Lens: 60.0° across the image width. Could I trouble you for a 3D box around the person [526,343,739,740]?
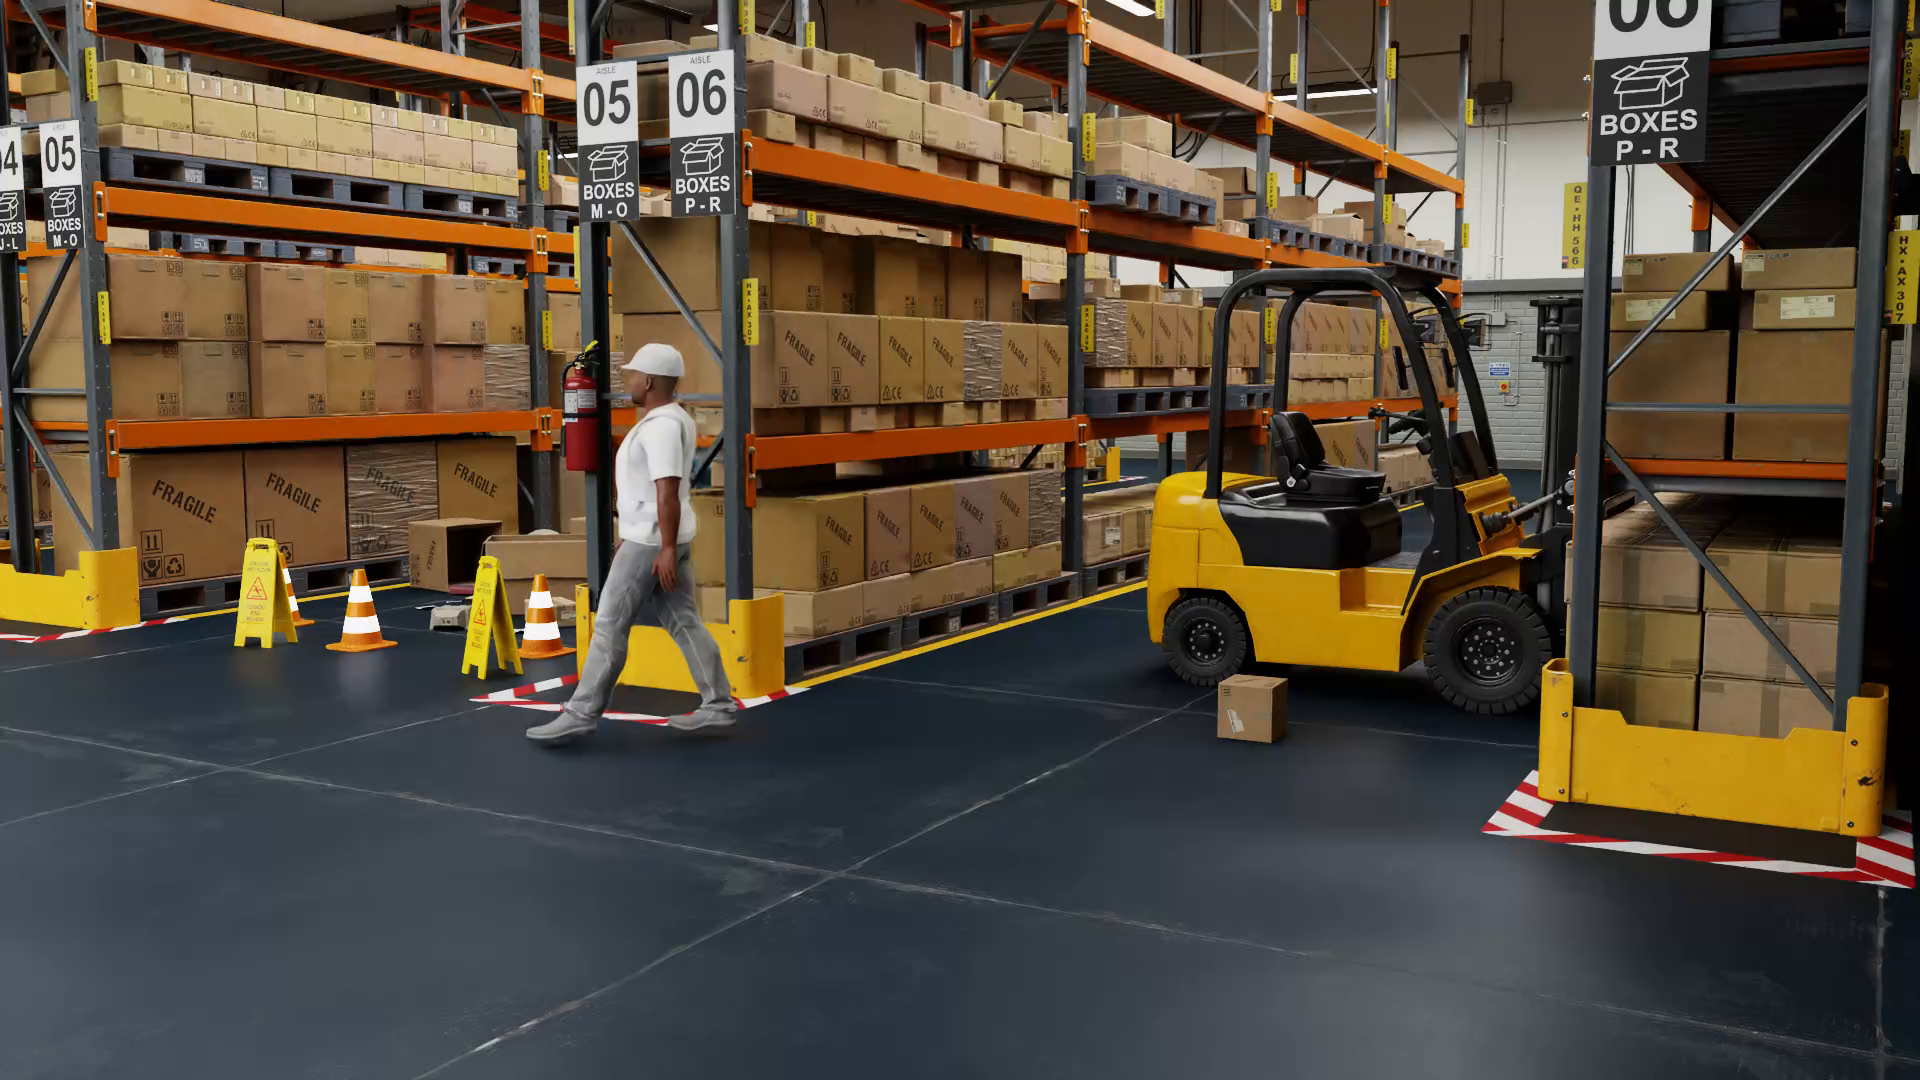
[{"bbox_3d":[-1.446,-0.005,7.402,0.909,1.728,0.615,0,6,2],"label":"person"}]
